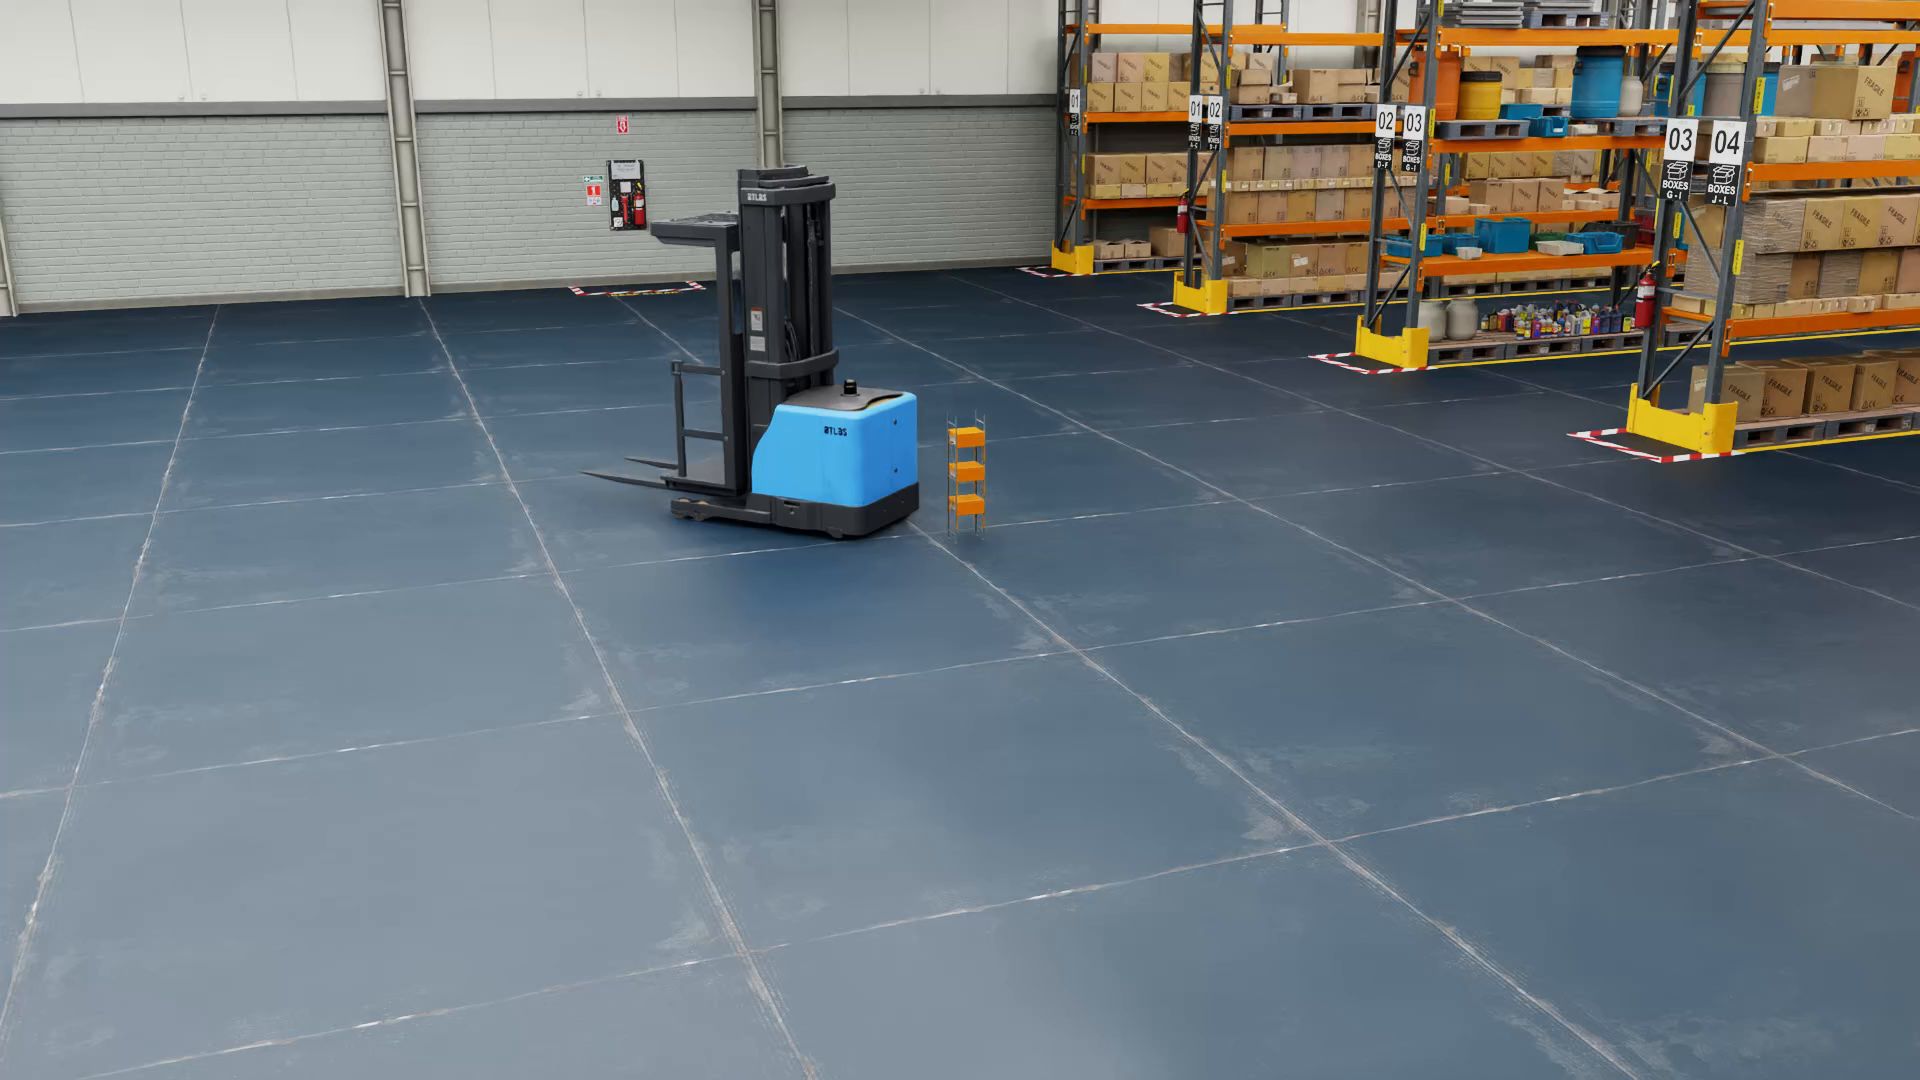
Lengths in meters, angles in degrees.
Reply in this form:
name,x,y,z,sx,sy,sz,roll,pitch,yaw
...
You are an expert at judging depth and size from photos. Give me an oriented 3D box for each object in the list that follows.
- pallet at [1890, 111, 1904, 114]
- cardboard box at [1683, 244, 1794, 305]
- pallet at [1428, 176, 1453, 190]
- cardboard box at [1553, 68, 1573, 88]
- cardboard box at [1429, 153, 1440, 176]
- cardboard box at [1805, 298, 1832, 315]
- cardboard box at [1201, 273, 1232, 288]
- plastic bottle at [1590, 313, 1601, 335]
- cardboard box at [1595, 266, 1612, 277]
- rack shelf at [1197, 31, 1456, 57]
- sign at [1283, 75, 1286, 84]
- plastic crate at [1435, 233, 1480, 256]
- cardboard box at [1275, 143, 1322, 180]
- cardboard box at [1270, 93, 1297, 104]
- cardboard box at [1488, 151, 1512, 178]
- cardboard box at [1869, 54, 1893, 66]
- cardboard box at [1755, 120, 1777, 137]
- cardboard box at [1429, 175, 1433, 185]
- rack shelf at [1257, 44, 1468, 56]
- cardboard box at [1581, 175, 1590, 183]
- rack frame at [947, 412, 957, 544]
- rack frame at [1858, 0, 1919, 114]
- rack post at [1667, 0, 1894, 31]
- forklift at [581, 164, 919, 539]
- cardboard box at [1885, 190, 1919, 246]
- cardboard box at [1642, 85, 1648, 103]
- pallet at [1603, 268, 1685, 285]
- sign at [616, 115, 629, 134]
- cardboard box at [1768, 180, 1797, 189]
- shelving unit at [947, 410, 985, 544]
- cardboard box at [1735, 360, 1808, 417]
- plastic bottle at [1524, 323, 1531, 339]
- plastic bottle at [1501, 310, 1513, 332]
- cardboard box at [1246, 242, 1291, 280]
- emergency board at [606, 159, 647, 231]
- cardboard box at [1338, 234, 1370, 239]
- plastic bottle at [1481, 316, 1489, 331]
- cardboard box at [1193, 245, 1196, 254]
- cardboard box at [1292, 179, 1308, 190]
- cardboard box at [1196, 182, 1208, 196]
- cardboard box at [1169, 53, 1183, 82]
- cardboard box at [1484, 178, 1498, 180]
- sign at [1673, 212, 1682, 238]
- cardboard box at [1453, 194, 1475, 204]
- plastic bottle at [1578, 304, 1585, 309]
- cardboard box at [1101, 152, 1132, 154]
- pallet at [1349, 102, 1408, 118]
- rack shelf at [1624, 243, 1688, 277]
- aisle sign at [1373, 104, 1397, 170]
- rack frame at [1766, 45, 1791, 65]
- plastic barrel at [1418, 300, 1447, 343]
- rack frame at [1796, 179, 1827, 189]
name,x,y,z,sx,sy,sz,roll,pitch,yaw
pallet,13.740,-5.960,23.580,1.213,0.211,1.003,-6,17,-20
cardboard box,7.817,-2.689,16.725,0.500,0.500,0.875,-6,17,-20
pallet,8.819,-6.974,32.364,1.003,0.211,1.213,-6,17,-20
cardboard box,11.824,-9.135,33.099,0.500,0.500,0.700,-7,18,-21
cardboard box,9.011,-7.375,32.431,0.500,0.500,0.700,-8,18,-27
cardboard box,8.586,-2.391,16.862,0.250,0.149,0.380,-6,17,-20
cardboard box,4.147,-4.071,26.271,0.500,0.250,0.500,-6,17,-20
plastic bottle,8.441,-2.877,22.110,0.133,0.283,0.061,-5,17,-16
cardboard box,10.818,-4.628,28.170,0.500,0.250,0.500,-6,17,-19
rack shelf,5.619,-7.600,25.493,4.000,0.370,1.077,-6,17,-20
sign,5.912,-8.308,30.325,0.005,0.325,0.100,-6,17,-20
plastic crate,6.490,-3.875,21.733,0.408,0.251,0.499,-6,17,-20
cardboard box,5.201,-5.882,25.823,0.500,0.500,0.700,-6,17,-20
cardboard box,4.914,-6.716,25.274,0.250,0.149,0.380,-6,17,-20
cardboard box,10.484,-7.398,32.728,0.500,0.500,0.500,-6,17,-18
cardboard box,15.915,-8.306,29.282,0.500,0.500,0.700,-6,17,-20
cardboard box,7.633,-3.975,16.047,0.250,0.149,0.380,-6,18,-20
cardboard box,7.310,-5.735,26.476,0.250,0.149,0.380,-6,17,-20
rack shelf,7.579,-9.306,31.303,4.000,0.370,1.077,-6,17,-20
cardboard box,12.482,-7.304,33.557,0.250,0.149,0.380,-6,17,-18
rack frame,-0.064,-0.497,13.427,0.008,1.050,0.200,-6,17,-20
rack frame,12.991,-7.438,22.956,0.127,3.000,1.000,-6,17,-20
rack post,11.064,-7.352,22.308,3.121,1.000,1.013,-6,17,-20
forklift,-1.898,-1.689,14.149,3.031,2.935,1.130,8,18,26
cardboard box,9.773,-3.305,17.049,0.500,0.500,0.500,-6,17,-20
cardboard box,11.618,-7.403,27.984,0.500,0.500,0.910,-6,17,-20
pallet,11.933,-4.591,28.856,1.213,0.211,1.003,-6,17,-20
sign,-5.647,-6.951,27.832,0.199,0.298,0.001,-6,17,-20
cardboard box,14.435,-6.527,29.578,0.500,0.500,0.700,-14,21,-39
shelving unit,0.050,-0.509,13.469,0.252,1.050,0.215,-6,17,-20
cardboard box,8.428,-1.580,17.345,0.500,0.500,0.500,-2,16,-6
plastic bottle,7.422,-2.733,21.766,0.097,0.201,0.097,0,16,0
plastic bottle,7.363,-2.951,22.365,0.133,0.283,0.061,-6,17,-20
cardboard box,4.798,-4.345,25.875,0.500,0.500,0.500,-6,17,-20
emergency board,-5.604,-5.814,28.072,0.643,1.169,0.194,-6,17,-20
cardboard box,6.478,-4.685,27.032,0.500,0.500,0.500,-6,17,-20
plastic bottle,7.079,-2.922,22.410,0.097,0.201,0.097,0,16,0
cardboard box,4.210,-5.450,31.113,0.250,0.149,0.380,-8,18,-25
cardboard box,5.159,-5.503,25.686,0.250,0.149,0.380,-7,18,-22
cardboard box,4.445,-6.470,30.538,0.500,0.250,0.500,-6,17,-20
cardboard box,3.731,-8.599,30.245,0.500,0.500,0.500,-6,17,-20
cardboard box,10.353,-7.055,32.710,0.250,0.149,0.380,-6,17,-18
sign,9.443,-4.143,21.892,0.005,0.325,0.100,-6,17,-20
cardboard box,8.242,-5.532,27.352,0.258,0.266,0.396,-7,18,-21
plastic bottle,8.509,-3.104,22.897,0.135,0.276,0.152,-5,17,-18
cardboard box,2.814,-6.809,30.360,0.500,0.500,0.500,-6,17,-19
pallet,6.700,-6.764,26.141,1.213,0.211,1.003,-6,17,-20
rack shelf,11.124,-4.013,23.216,4.000,0.370,1.077,-6,17,-20
aisle sign,5.347,-5.071,20.930,0.004,0.787,0.394,-6,17,-20
rack frame,16.916,-10.851,34.579,0.127,3.000,1.000,-6,17,-20
plastic barrel,6.108,-2.847,21.640,0.421,0.512,0.421,0,16,0
rack frame,14.957,-6.266,29.614,0.127,3.000,1.000,-6,17,-20
